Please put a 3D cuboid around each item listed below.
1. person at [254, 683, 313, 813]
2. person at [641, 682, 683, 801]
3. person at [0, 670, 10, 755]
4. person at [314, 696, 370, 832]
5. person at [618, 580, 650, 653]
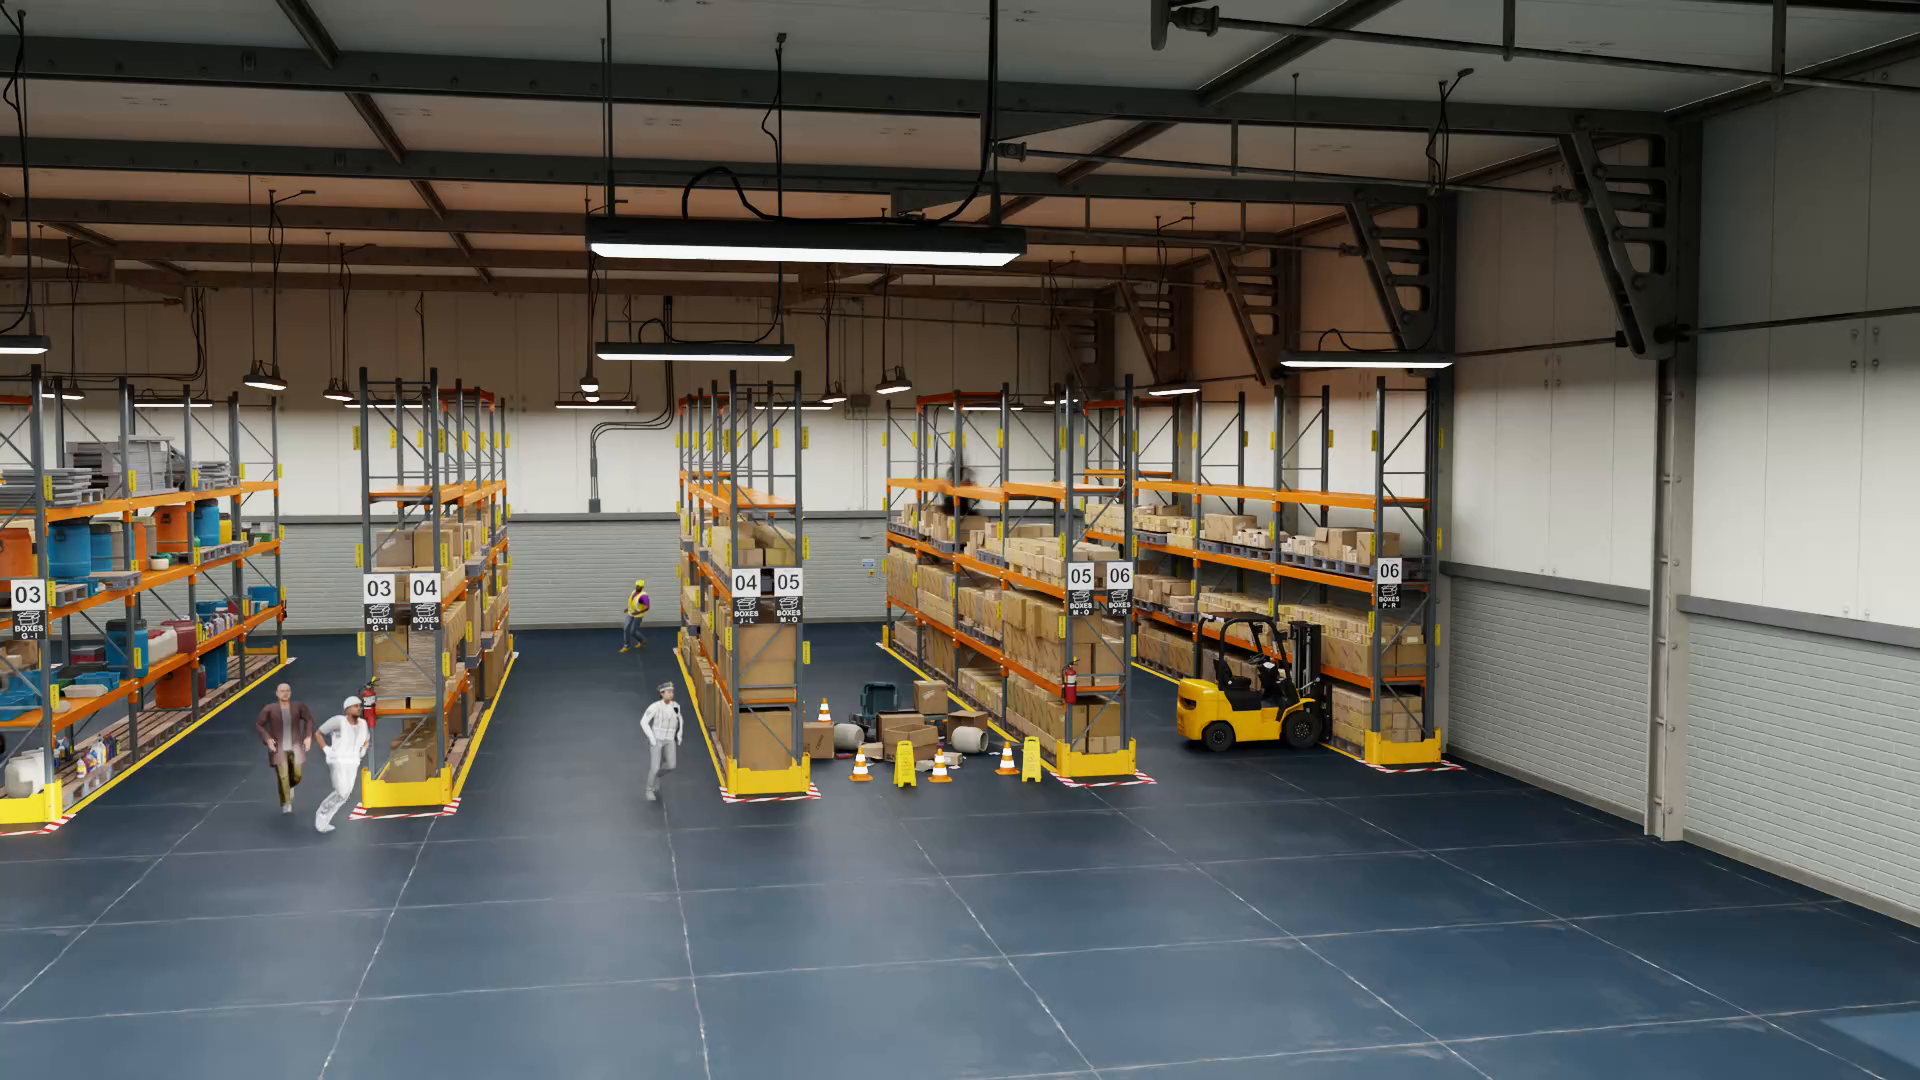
[{"bbox_3d":[-9.140,2.892,22.508,0.756,1.530,0.686,-2,4,-33],"label":"person"},{"bbox_3d":[-4.143,2.812,23.324,0.671,1.647,0.497,-2,4,-32],"label":"person"},{"bbox_3d":[-15.175,2.615,25.929,0.670,1.704,0.687,-1,4,-15],"label":"person"},{"bbox_3d":[-7.889,2.862,21.351,0.581,1.694,0.737,2,4,31],"label":"person"},{"bbox_3d":[-7.671,1.807,39.468,0.734,1.731,0.694,3,4,39],"label":"person"}]
